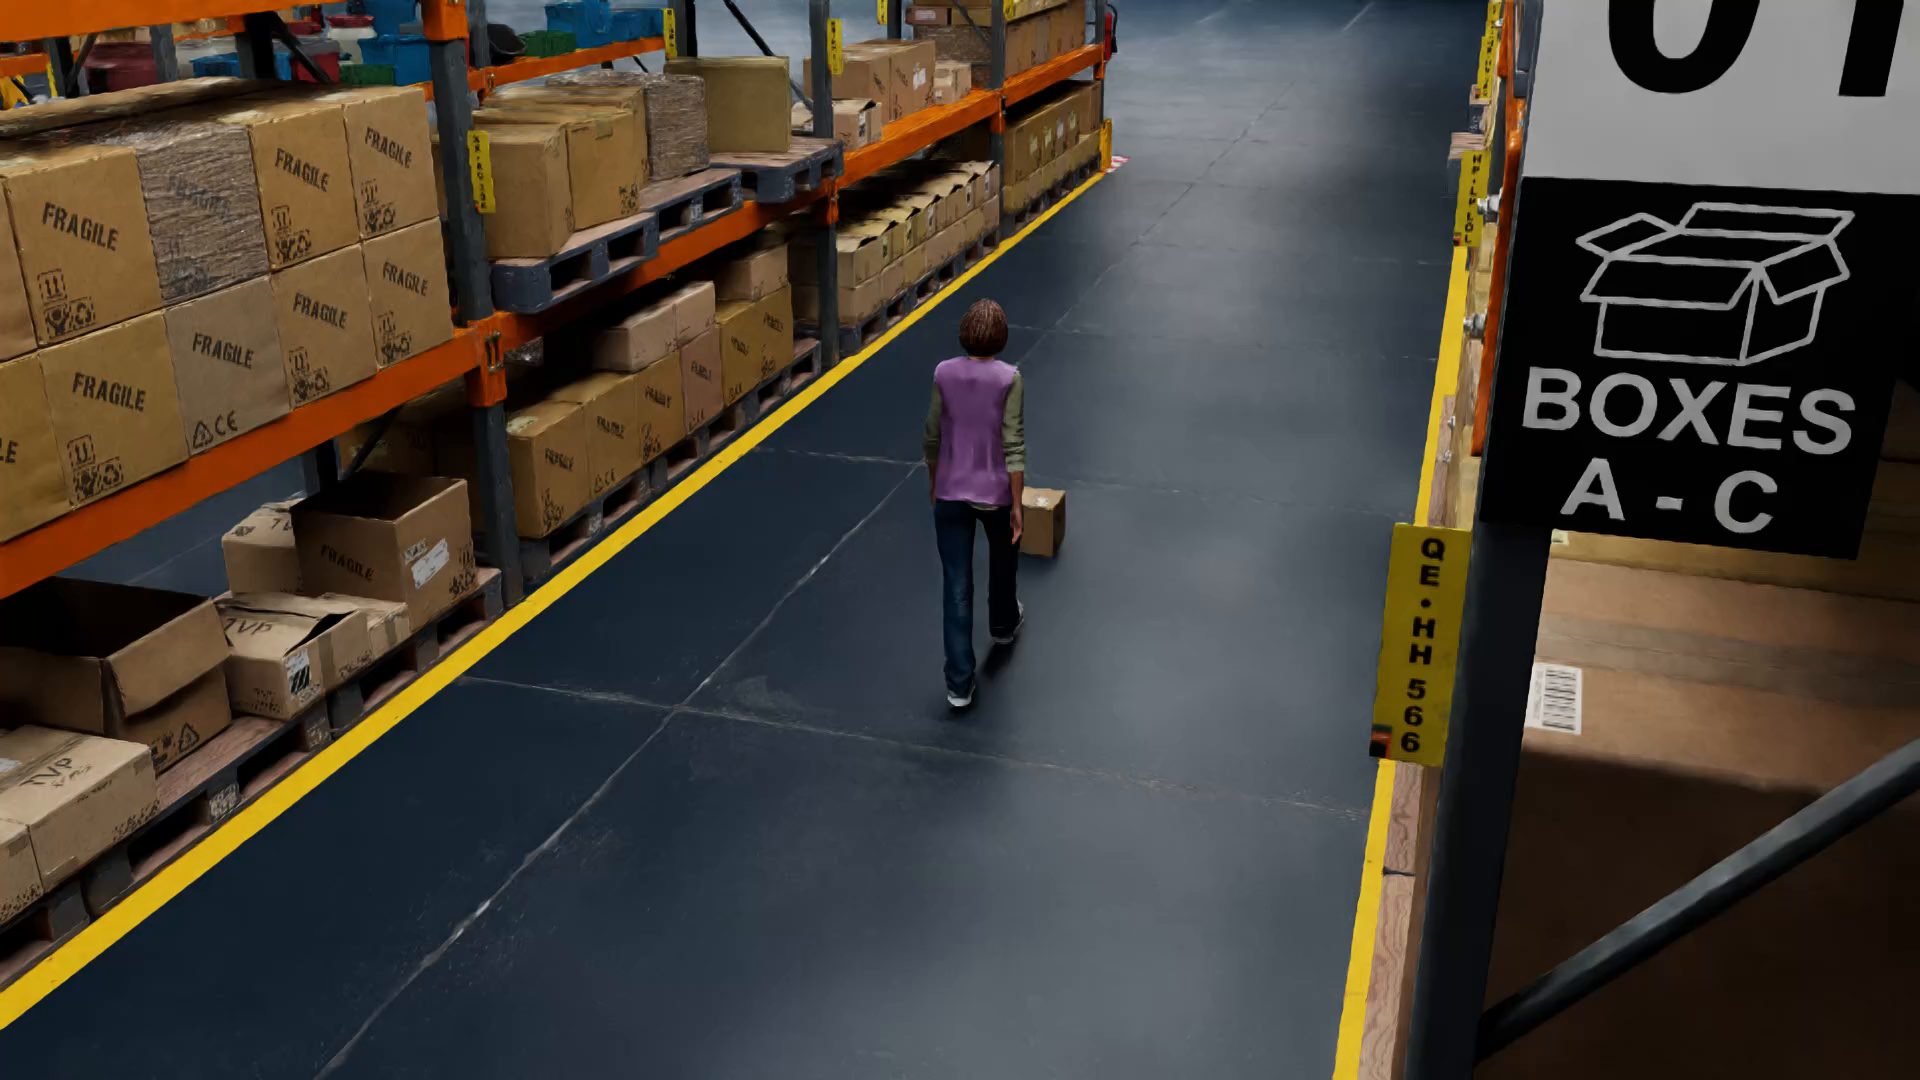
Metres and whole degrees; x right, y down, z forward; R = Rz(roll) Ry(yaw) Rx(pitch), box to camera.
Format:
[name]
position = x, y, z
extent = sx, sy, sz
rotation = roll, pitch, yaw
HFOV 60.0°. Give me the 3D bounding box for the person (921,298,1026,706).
[person]
position = 0.057, -0.194, 6.611
extent = 0.435, 1.525, 0.908
rotation = 3, 23, 8
